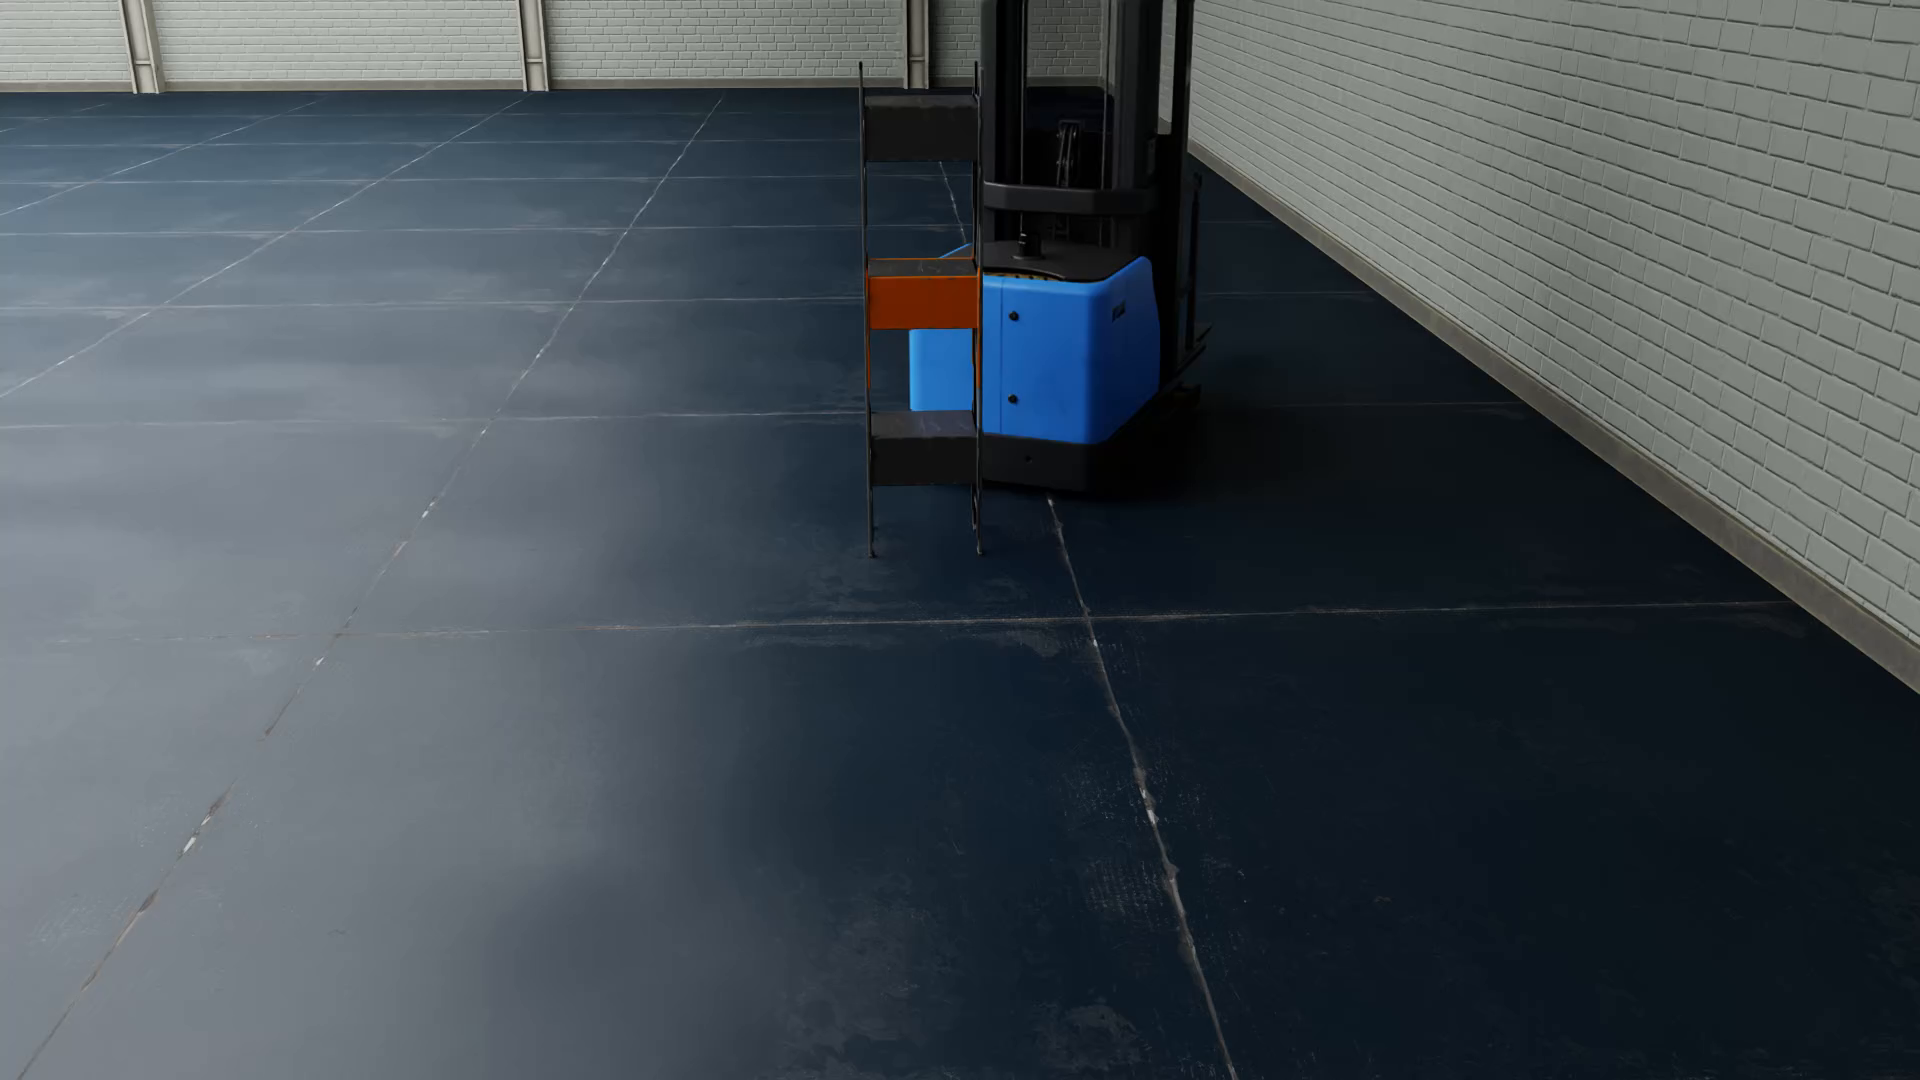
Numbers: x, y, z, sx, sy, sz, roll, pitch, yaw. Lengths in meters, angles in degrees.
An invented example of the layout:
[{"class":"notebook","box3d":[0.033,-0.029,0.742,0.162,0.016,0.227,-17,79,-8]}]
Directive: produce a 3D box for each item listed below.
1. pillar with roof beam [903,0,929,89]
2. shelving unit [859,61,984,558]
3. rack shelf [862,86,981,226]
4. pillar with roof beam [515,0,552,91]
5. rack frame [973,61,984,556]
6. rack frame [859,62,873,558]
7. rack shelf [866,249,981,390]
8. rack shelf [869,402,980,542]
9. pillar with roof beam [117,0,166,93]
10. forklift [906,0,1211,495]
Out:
[{"class":"pillar with roof beam","box3d":[-0.454,-9.931,21.058,0.400,9.000,9.100,-1,21,-3]},{"class":"shelving unit","box3d":[-0.165,-0.978,7.239,0.503,2.100,0.431,-1,21,-3]},{"class":"rack shelf","box3d":[-0.165,-1.619,6.994,0.480,0.518,0.431,-1,21,-3]},{"class":"pillar with roof beam","box3d":[-6.444,-9.809,20.738,0.400,9.000,9.100,-1,21,-3]},{"class":"rack frame","box3d":[0.078,-0.983,7.252,0.015,2.100,0.400,-1,21,-3]},{"class":"rack frame","box3d":[-0.409,-0.973,7.226,0.015,2.100,0.400,-1,21,-3]},{"class":"rack shelf","box3d":[-0.165,-0.965,7.243,0.480,0.518,0.431,-1,21,-3]},{"class":"rack shelf","box3d":[-0.165,-0.311,7.492,0.480,0.518,0.431,-1,21,-3]},{"class":"pillar with roof beam","box3d":[-12.434,-9.687,20.418,0.400,9.000,9.100,-1,21,-3]},{"class":"forklift","box3d":[0.730,-2.076,8.954,1.130,2.935,3.031,8,22,20]}]
